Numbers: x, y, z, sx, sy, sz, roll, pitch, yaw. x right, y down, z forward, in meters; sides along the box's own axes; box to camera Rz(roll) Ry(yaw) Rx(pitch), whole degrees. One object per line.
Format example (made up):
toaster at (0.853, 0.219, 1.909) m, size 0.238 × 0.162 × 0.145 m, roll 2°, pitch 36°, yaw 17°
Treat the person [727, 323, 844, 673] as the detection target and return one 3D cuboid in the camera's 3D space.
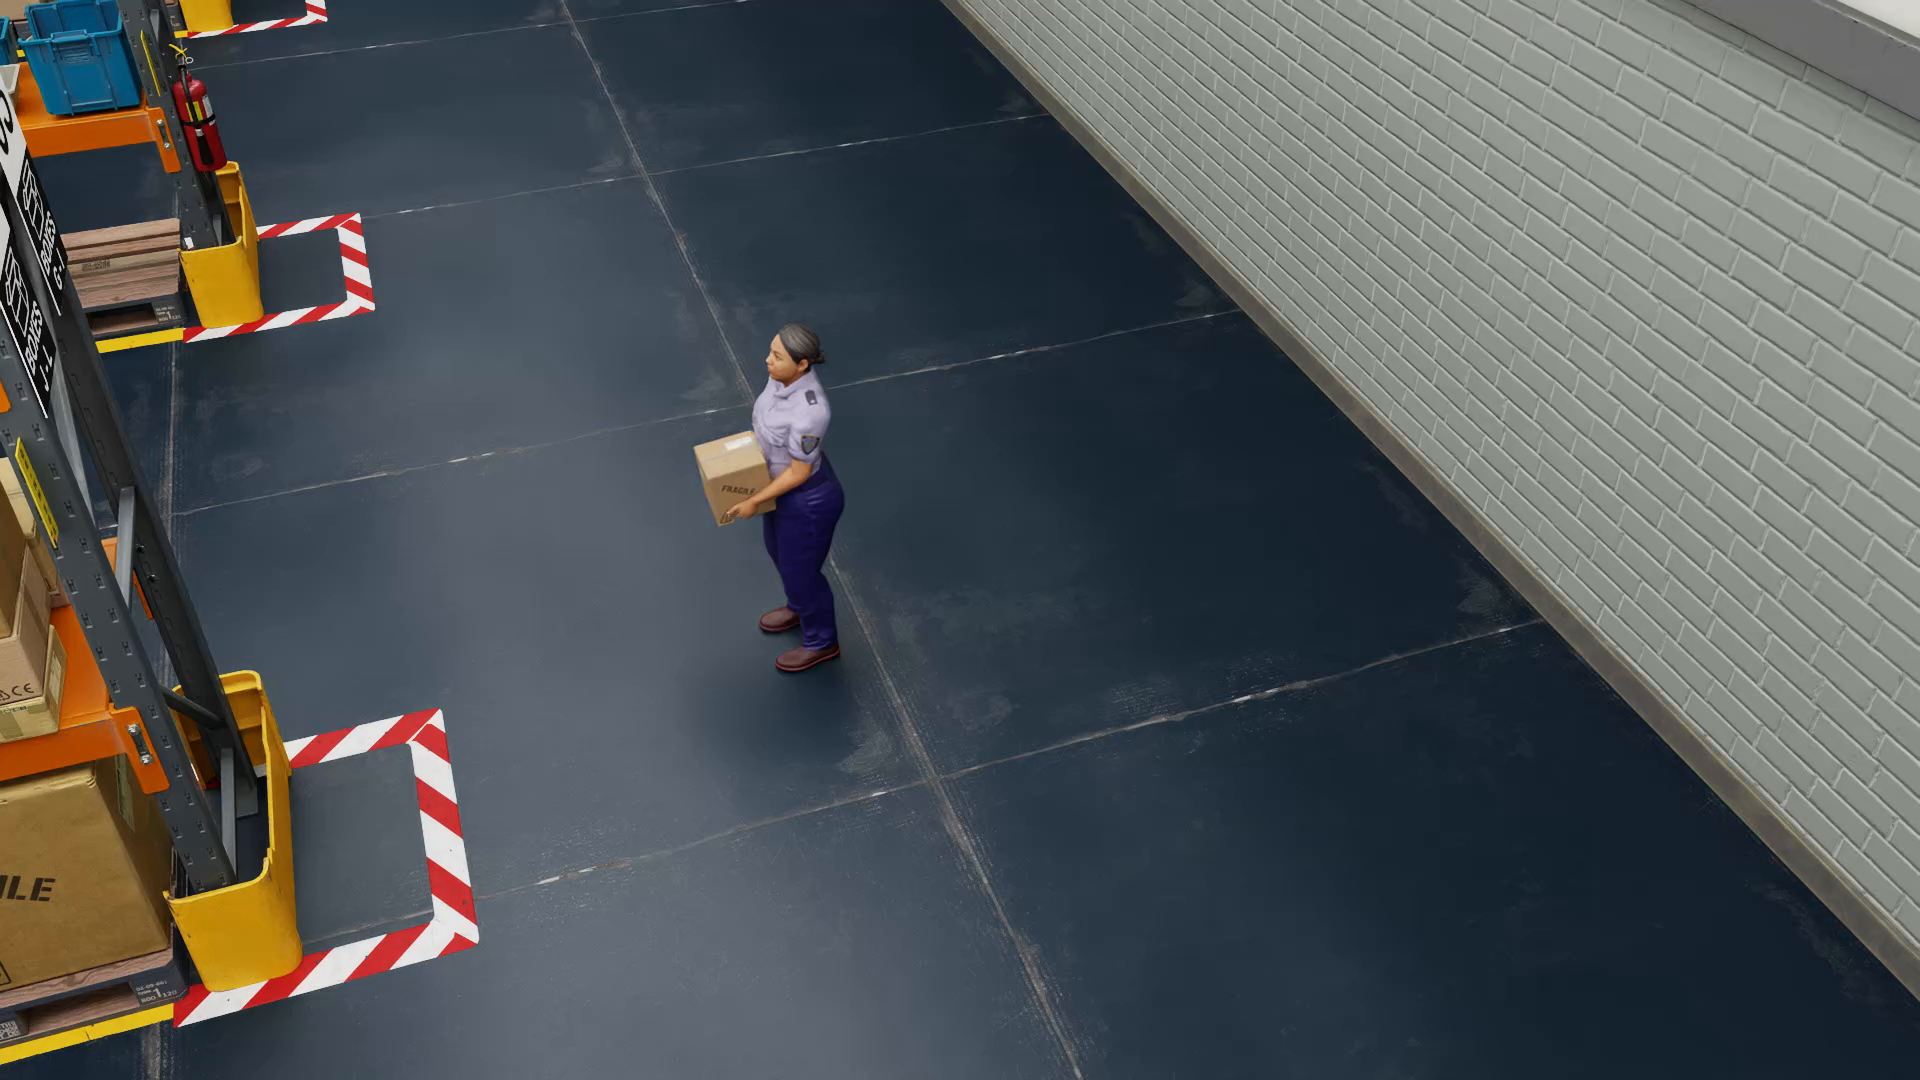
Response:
person at (-0.769, -0.175, 7.017) m, size 0.491 × 1.647 × 0.471 m, roll -13°, pitch 40°, yaw -16°
